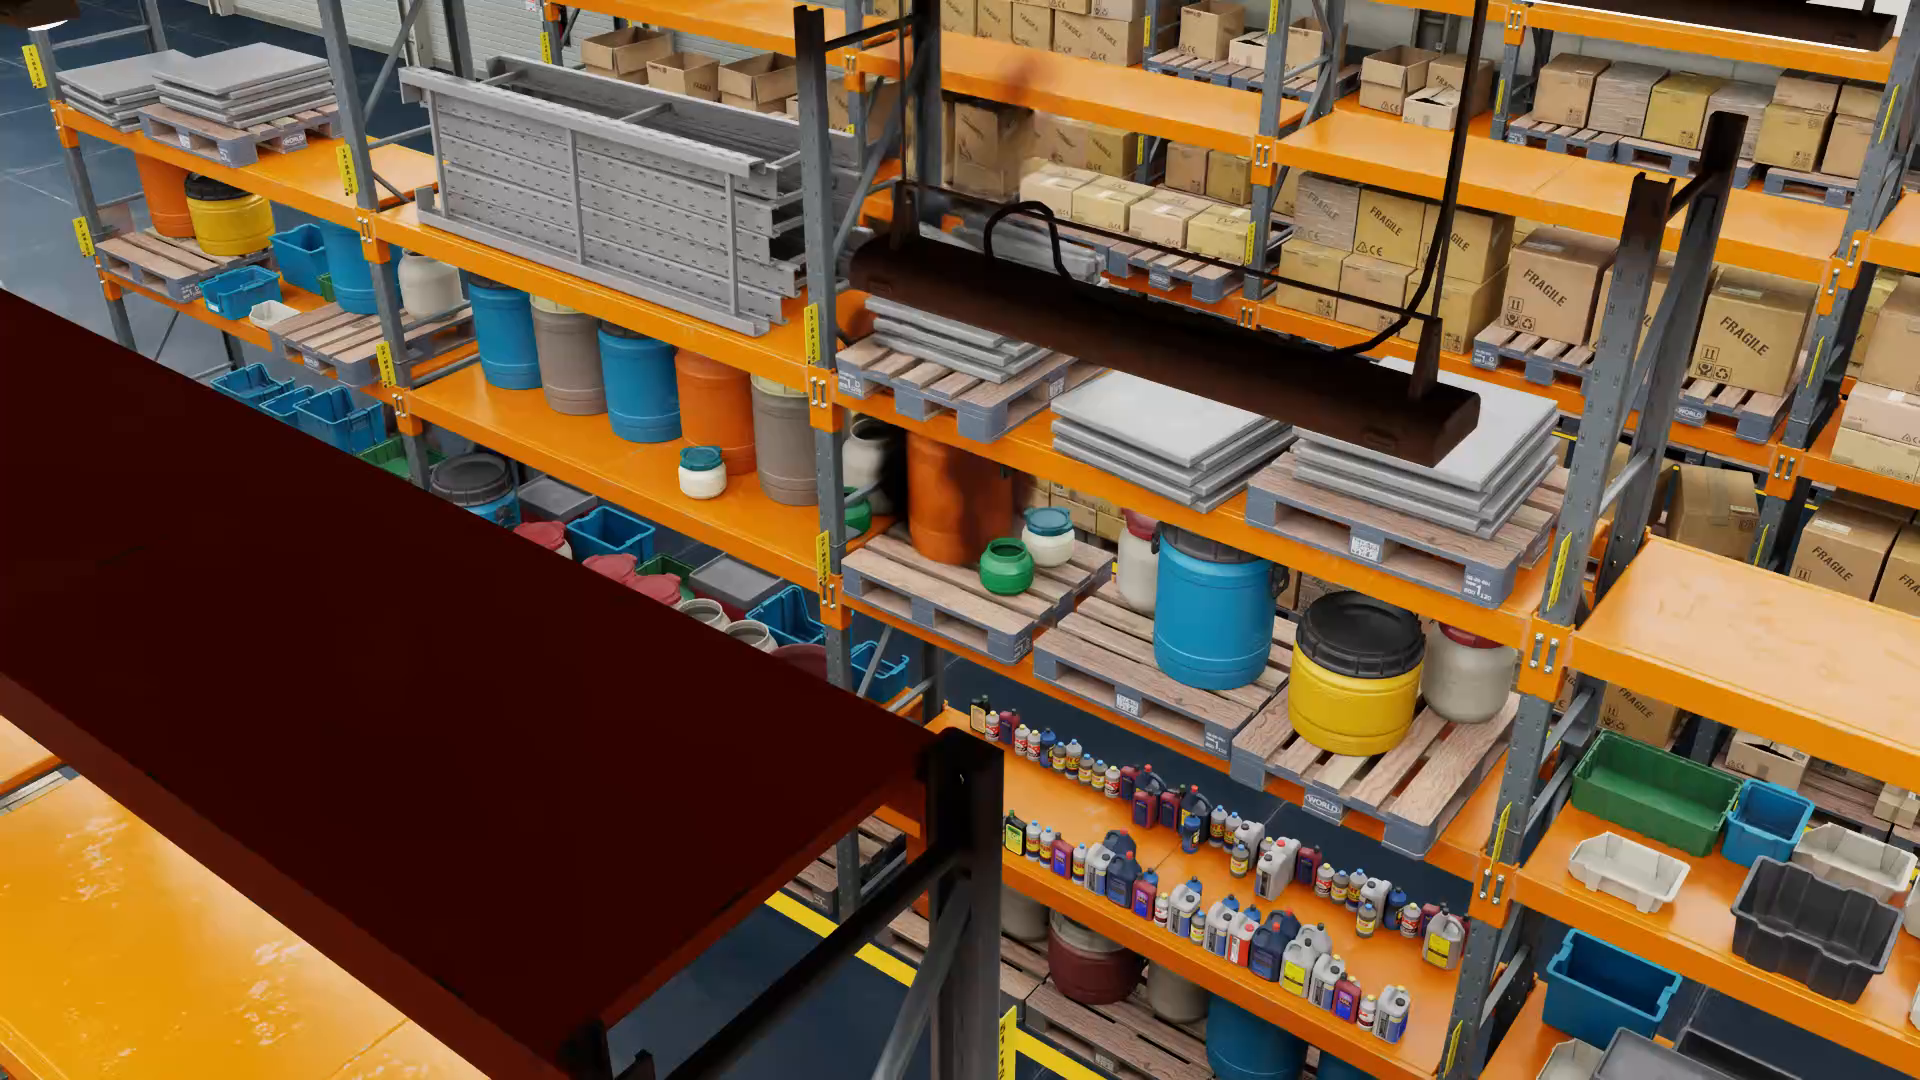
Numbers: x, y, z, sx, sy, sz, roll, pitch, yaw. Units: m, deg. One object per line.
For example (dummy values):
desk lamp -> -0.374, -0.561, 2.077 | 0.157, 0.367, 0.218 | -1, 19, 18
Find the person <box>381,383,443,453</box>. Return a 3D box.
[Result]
person -> -5.265, -1.304, 15.780 | 0.722, 1.764, 0.673 | 20, 37, 29

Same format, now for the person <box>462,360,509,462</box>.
person -> -4.367, -0.937, 15.254 | 0.559, 1.607, 0.592 | 17, 35, 26
